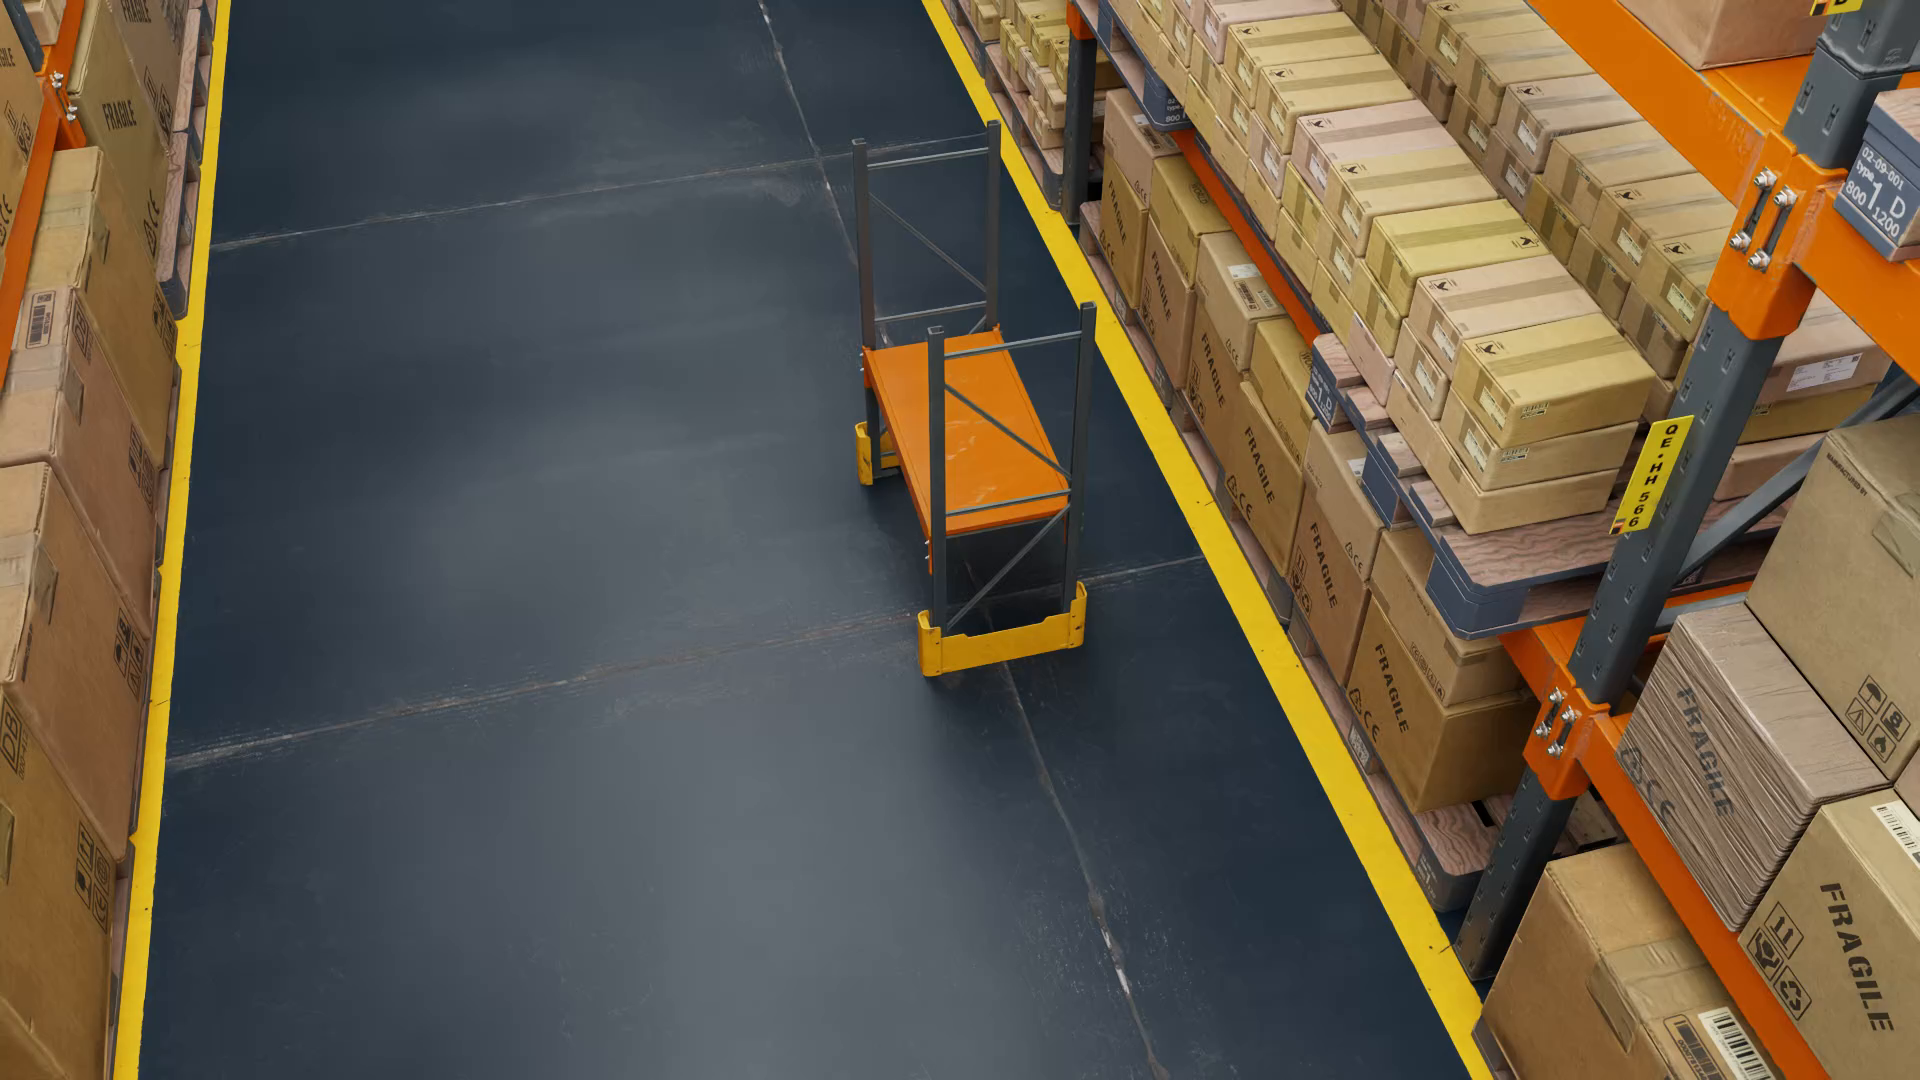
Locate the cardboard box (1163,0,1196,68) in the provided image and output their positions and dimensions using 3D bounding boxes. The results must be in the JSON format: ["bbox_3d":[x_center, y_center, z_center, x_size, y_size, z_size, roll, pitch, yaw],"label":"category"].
[{"bbox_3d":[0.894,-1.709,5.498,0.380,0.149,0.250,-9,46,-9],"label":"cardboard box"}]

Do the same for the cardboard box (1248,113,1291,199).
[{"bbox_3d":[1.090,-1.173,4.973,0.380,0.149,0.250,-10,46,-9],"label":"cardboard box"}]

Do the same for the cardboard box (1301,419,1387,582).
[{"bbox_3d":[1.421,-0.168,5.245,0.500,0.250,0.500,-10,46,-10],"label":"cardboard box"}]

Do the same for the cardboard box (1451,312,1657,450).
[{"bbox_3d":[1.420,-0.384,3.992,0.380,0.149,0.250,-12,47,-12],"label":"cardboard box"}]

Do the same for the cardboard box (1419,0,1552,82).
[{"bbox_3d":[1.660,-1.564,5.148,0.380,0.149,0.250,-11,47,-11],"label":"cardboard box"}]

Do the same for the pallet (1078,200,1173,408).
[{"bbox_3d":[1.166,-1.111,7.191,1.003,0.211,1.213,-11,47,-10],"label":"pallet"}]

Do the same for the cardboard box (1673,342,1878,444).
[{"bbox_3d":[2.059,-0.396,4.211,0.380,0.149,0.250,-9,46,-9],"label":"cardboard box"}]

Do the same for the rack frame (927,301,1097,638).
[{"bbox_3d":[0.152,-0.115,5.313,0.500,1.500,0.032,-11,47,-10],"label":"rack frame"}]

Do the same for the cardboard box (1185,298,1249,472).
[{"bbox_3d":[1.182,-0.613,6.207,0.500,0.500,0.500,-10,46,-10],"label":"cardboard box"}]

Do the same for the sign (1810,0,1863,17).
[{"bbox_3d":[1.464,-0.995,2.663,0.100,0.325,0.005,-11,47,-10],"label":"sign"}]

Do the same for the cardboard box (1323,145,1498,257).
[{"bbox_3d":[1.219,-0.922,4.519,0.380,0.149,0.250,-9,46,-9],"label":"cardboard box"}]

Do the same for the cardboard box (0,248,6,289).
[{"bbox_3d":[-3.211,-0.846,4.909,0.500,0.500,0.500,-11,47,-11],"label":"cardboard box"}]

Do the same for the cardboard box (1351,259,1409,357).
[{"bbox_3d":[1.283,-0.648,4.459,0.380,0.149,0.250,-10,46,-9],"label":"cardboard box"}]

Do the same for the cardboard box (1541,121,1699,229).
[{"bbox_3d":[1.861,-1.022,4.617,0.380,0.149,0.250,-13,47,-12],"label":"cardboard box"}]

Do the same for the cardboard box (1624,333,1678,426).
[{"bbox_3d":[2.001,-0.452,4.475,0.380,0.149,0.250,-9,46,-8],"label":"cardboard box"}]

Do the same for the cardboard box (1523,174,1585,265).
[{"bbox_3d":[1.852,-0.940,4.745,0.380,0.149,0.250,-11,47,-10],"label":"cardboard box"}]

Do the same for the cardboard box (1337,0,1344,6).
[{"bbox_3d":[1.461,-2.007,5.790,0.380,0.149,0.250,-12,47,-12],"label":"cardboard box"}]

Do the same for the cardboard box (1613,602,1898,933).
[{"bbox_3d":[1.843,0.462,3.627,0.500,0.500,0.500,-10,46,-10],"label":"cardboard box"}]

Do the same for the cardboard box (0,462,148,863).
[{"bbox_3d":[-3.209,0.474,4.878,1.225,0.875,0.875,-11,47,-10],"label":"cardboard box"}]

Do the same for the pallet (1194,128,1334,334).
[{"bbox_3d":[1.443,-1.154,5.415,1.003,0.211,1.213,-11,47,-10],"label":"pallet"}]

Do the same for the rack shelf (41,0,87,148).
[{"bbox_3d":[-4.367,-2.916,7.511,1.077,0.370,4.000,-11,47,-10],"label":"rack shelf"}]

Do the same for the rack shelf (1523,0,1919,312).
[{"bbox_3d":[1.477,-2.041,4.554,1.077,0.370,4.000,-11,47,-10],"label":"rack shelf"}]

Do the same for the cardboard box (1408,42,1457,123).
[{"bbox_3d":[1.655,-1.470,5.264,0.380,0.149,0.250,-9,46,-9],"label":"cardboard box"}]

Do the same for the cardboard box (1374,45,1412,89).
[{"bbox_3d":[1.595,-1.546,5.547,0.380,0.149,0.250,-9,46,-9],"label":"cardboard box"}]

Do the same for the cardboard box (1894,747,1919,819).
[{"bbox_3d":[2.225,0.414,2.974,0.700,0.500,0.500,-11,47,-11],"label":"cardboard box"}]

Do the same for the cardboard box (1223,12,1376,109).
[{"bbox_3d":[1.026,-1.457,5.043,0.380,0.149,0.250,-9,46,-9],"label":"cardboard box"}]

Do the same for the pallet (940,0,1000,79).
[{"bbox_3d":[0.443,-2.949,8.992,1.003,0.211,1.213,-11,47,-10],"label":"pallet"}]

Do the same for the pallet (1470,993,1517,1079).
[{"bbox_3d":[2.118,1.672,4.464,1.003,0.211,1.213,-11,47,-10],"label":"pallet"}]

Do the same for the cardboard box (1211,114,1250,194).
[{"bbox_3d":[1.022,-1.252,5.258,0.380,0.149,0.250,-13,47,-12],"label":"cardboard box"}]

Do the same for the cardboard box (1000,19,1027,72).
[{"bbox_3d":[0.410,-2.403,7.998,0.380,0.149,0.250,-12,47,-12],"label":"cardboard box"}]

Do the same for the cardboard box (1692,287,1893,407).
[{"bbox_3d":[2.057,-0.487,4.092,0.380,0.149,0.250,-11,47,-10],"label":"cardboard box"}]

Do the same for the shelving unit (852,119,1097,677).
[{"bbox_3d":[0.020,-0.472,5.663,0.587,1.500,1.083,-11,47,-10],"label":"shelving unit"}]

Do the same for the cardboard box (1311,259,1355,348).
[{"bbox_3d":[1.230,-0.700,4.717,0.380,0.149,0.250,-11,47,-11],"label":"cardboard box"}]

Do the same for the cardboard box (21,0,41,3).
[{"bbox_3d":[-3.723,-2.211,6.213,0.500,0.250,0.500,-11,47,-11],"label":"cardboard box"}]

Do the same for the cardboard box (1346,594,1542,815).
[{"bbox_3d":[1.568,0.459,5.156,0.500,0.500,0.500,-11,47,-11],"label":"cardboard box"}]

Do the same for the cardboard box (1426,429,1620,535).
[{"bbox_3d":[1.418,-0.178,4.206,0.380,0.149,0.250,-10,46,-10],"label":"cardboard box"}]

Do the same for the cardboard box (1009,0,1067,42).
[{"bbox_3d":[0.448,-2.519,7.904,0.380,0.149,0.250,-11,47,-11],"label":"cardboard box"}]

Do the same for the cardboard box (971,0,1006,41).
[{"bbox_3d":[0.270,-2.696,8.494,0.380,0.149,0.250,-11,47,-10],"label":"cardboard box"}]

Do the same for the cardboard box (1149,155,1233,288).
[{"bbox_3d":[1.038,-1.233,6.289,0.500,0.250,0.500,-10,46,-9],"label":"cardboard box"}]

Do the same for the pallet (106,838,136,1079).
[{"bbox_3d":[-2.960,1.393,4.737,1.003,0.211,1.213,-11,47,-10],"label":"pallet"}]

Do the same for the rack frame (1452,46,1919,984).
[{"bbox_3d":[1.989,0.138,4.015,1.000,3.000,0.127,-11,47,-10],"label":"rack frame"}]

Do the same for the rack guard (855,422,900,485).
[{"bbox_3d":[-0.108,-0.379,6.446,0.587,0.250,0.087,-11,47,-10],"label":"rack guard"}]

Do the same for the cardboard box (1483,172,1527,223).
[{"bbox_3d":[1.791,-1.008,5.019,0.380,0.149,0.250,-9,46,-9],"label":"cardboard box"}]

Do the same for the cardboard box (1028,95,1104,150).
[{"bbox_3d":[0.535,-1.981,7.794,0.380,0.149,0.250,-10,46,-10],"label":"cardboard box"}]

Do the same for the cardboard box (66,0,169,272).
[{"bbox_3d":[-3.947,-1.660,6.971,0.875,0.875,0.875,-11,47,-10],"label":"cardboard box"}]

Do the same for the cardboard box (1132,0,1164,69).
[{"bbox_3d":[0.821,-1.790,5.786,0.380,0.149,0.250,-10,46,-10],"label":"cardboard box"}]

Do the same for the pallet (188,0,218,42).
[{"bbox_3d":[-4.599,-3.035,9.076,1.003,0.211,1.213,-11,47,-10],"label":"pallet"}]
